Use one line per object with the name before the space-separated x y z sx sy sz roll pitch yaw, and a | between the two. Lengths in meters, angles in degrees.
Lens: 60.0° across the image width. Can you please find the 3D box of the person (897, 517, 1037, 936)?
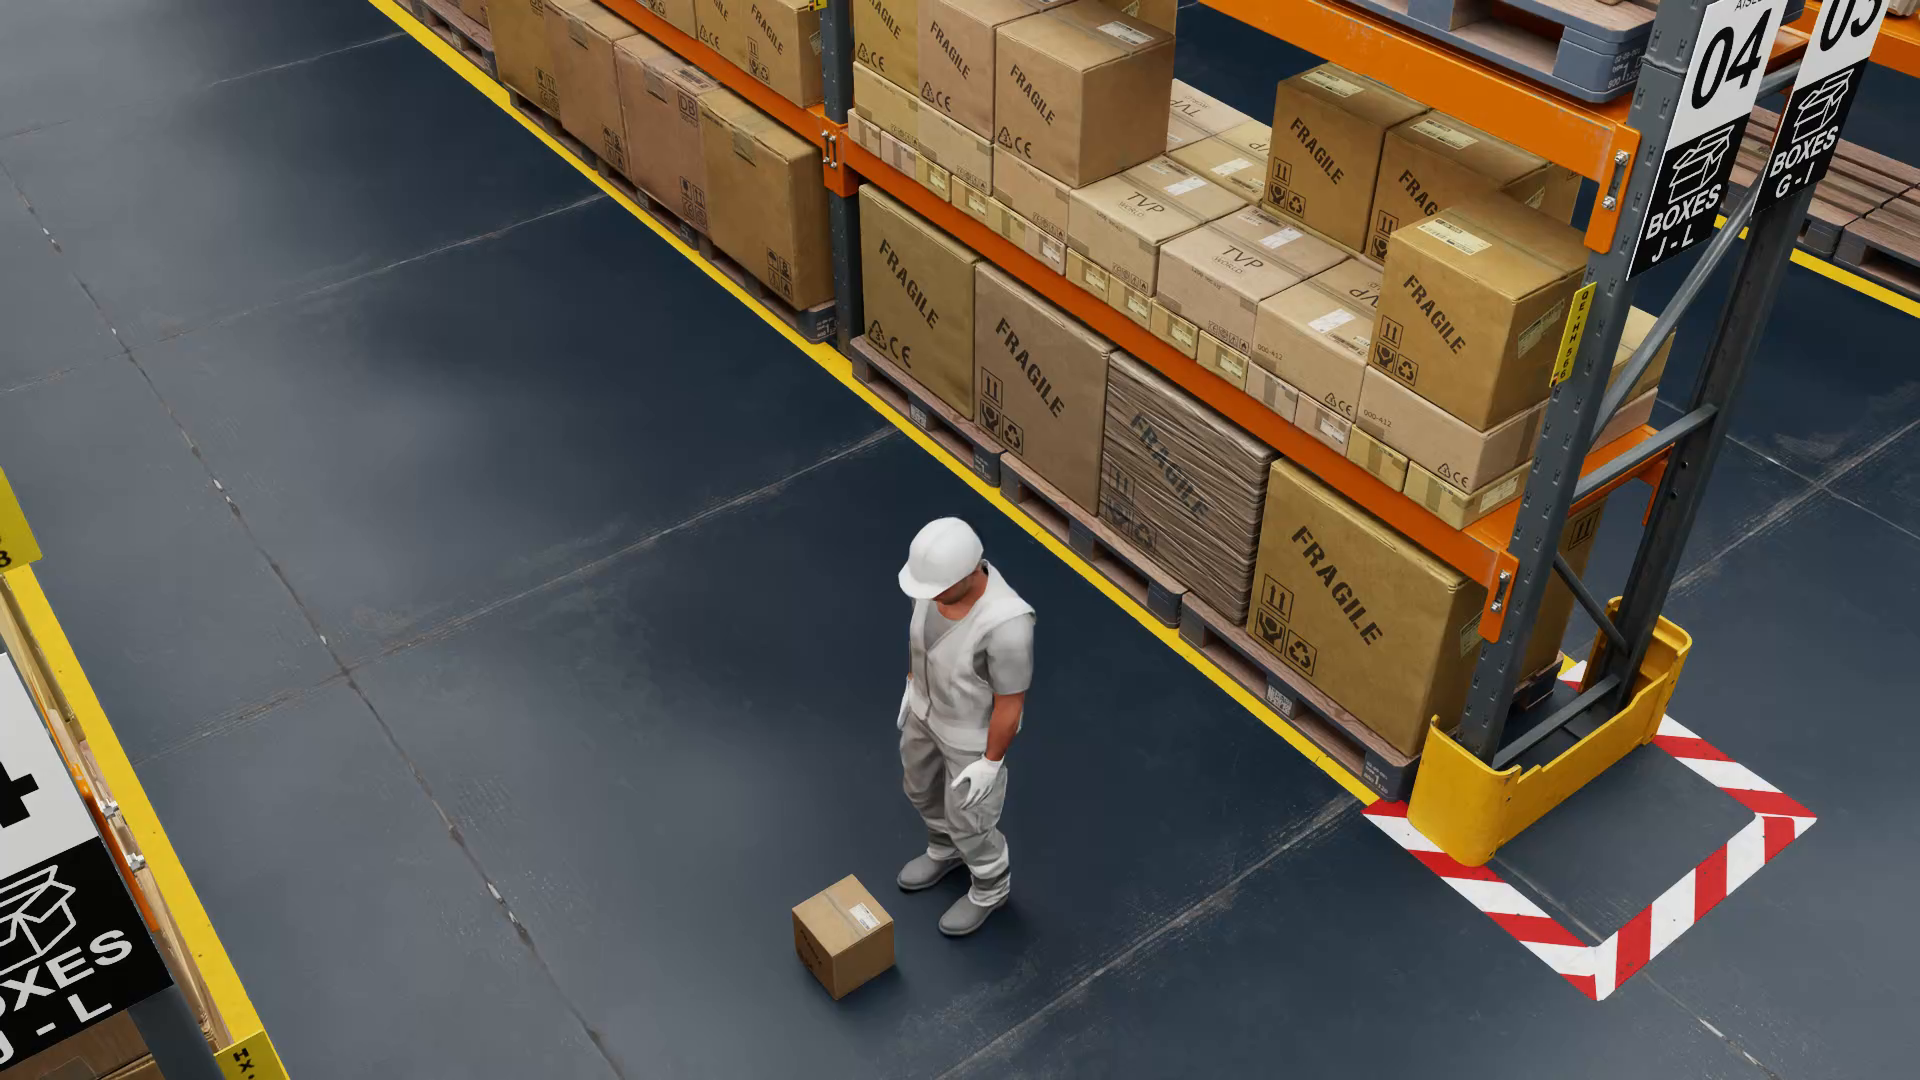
person | -0.007 0.612 5.427 0.400 1.762 0.535 -25 46 -27
